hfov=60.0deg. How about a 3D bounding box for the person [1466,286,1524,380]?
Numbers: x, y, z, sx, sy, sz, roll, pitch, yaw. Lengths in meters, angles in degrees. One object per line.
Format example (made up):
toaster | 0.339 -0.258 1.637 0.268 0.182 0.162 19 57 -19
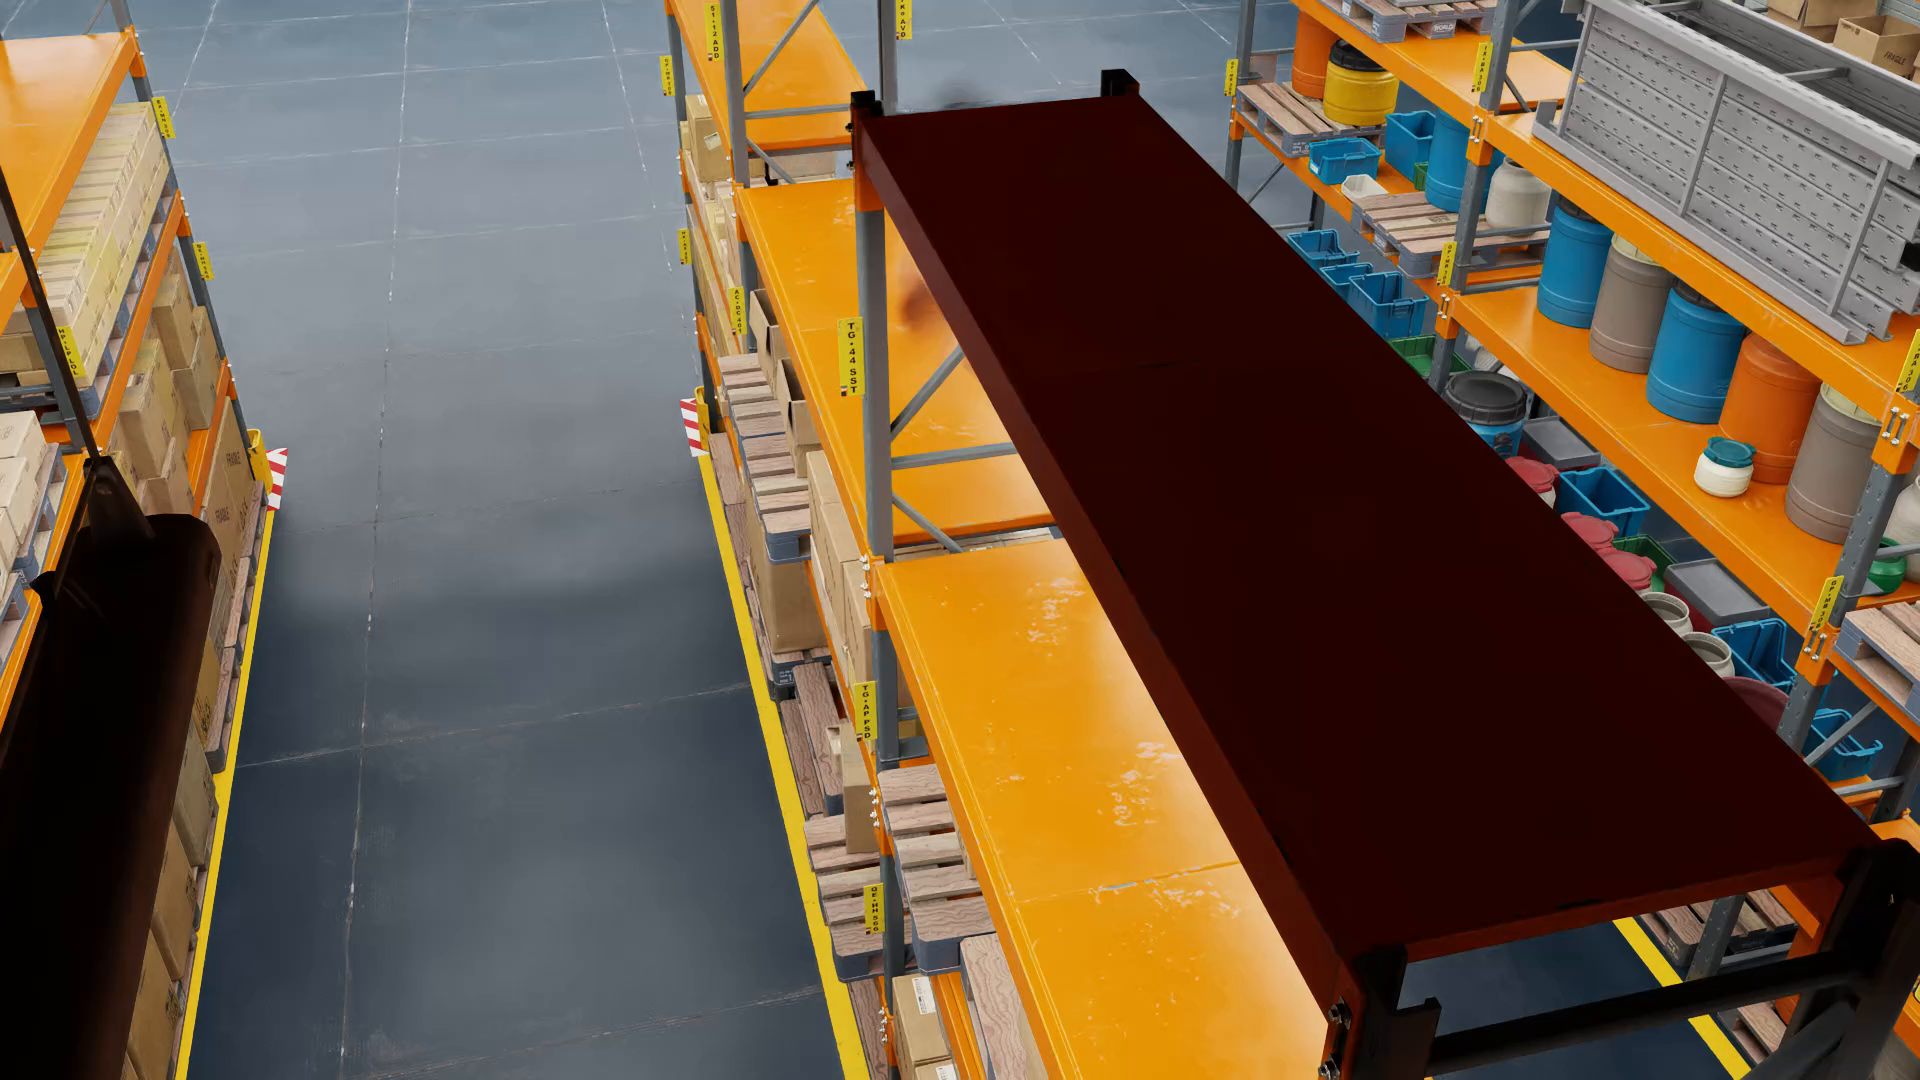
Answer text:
person | 4.755 -1.477 14.688 0.711 1.750 0.884 -9 36 -13

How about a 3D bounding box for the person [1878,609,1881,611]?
person | 6.812 0.131 12.436 0.669 1.774 0.770 -11 36 -16
